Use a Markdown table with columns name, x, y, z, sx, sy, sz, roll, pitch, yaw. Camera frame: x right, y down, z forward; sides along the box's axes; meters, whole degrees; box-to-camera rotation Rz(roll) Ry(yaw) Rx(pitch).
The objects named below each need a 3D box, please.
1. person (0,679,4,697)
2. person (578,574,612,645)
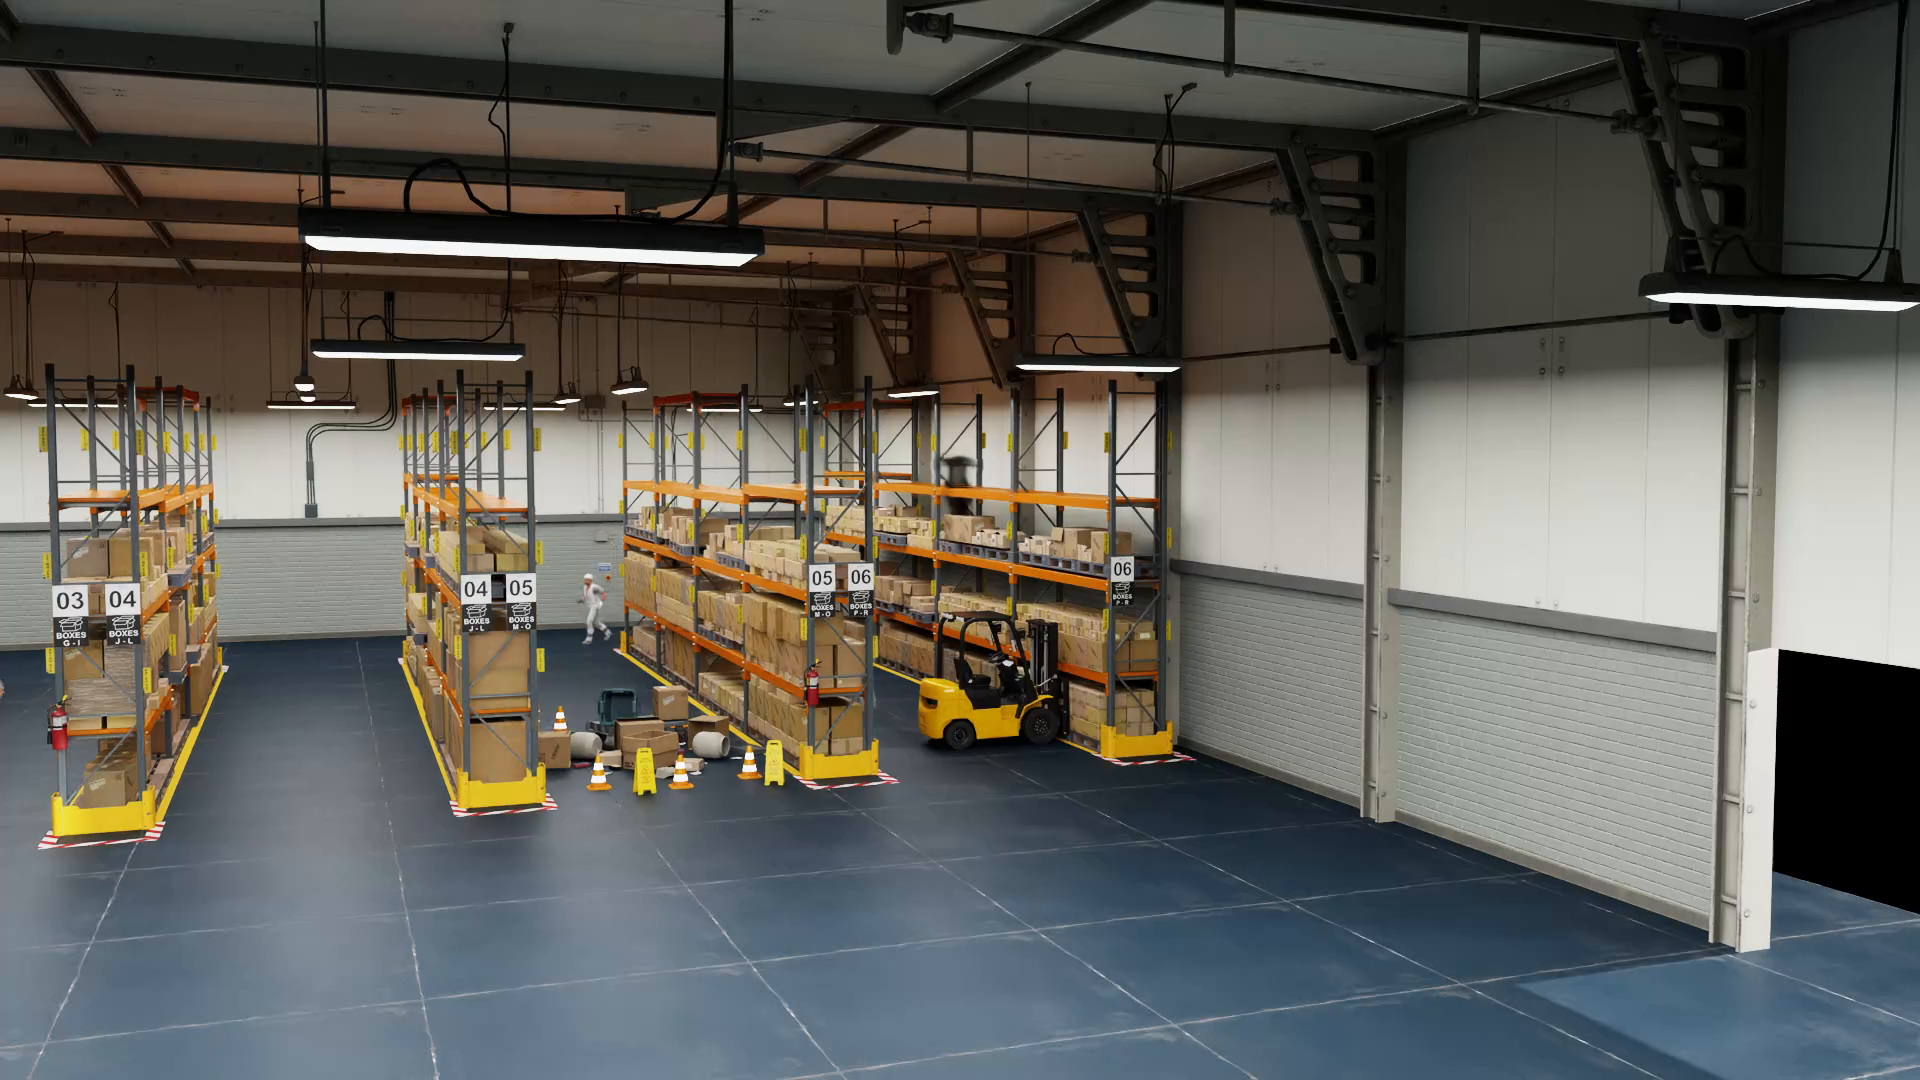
| name | x | y | z | sx | sy | sz | roll | pitch | yaw |
| --- | --- | --- | --- | --- | --- | --- | --- | --- | --- |
| person | -15.454 | 2.706 | 26.252 | 0.612 | 1.612 | 0.954 | -3 | 4 | -37 |
| person | -9.064 | 1.705 | 41.441 | 0.950 | 1.753 | 0.676 | -3 | 5 | -43 |
